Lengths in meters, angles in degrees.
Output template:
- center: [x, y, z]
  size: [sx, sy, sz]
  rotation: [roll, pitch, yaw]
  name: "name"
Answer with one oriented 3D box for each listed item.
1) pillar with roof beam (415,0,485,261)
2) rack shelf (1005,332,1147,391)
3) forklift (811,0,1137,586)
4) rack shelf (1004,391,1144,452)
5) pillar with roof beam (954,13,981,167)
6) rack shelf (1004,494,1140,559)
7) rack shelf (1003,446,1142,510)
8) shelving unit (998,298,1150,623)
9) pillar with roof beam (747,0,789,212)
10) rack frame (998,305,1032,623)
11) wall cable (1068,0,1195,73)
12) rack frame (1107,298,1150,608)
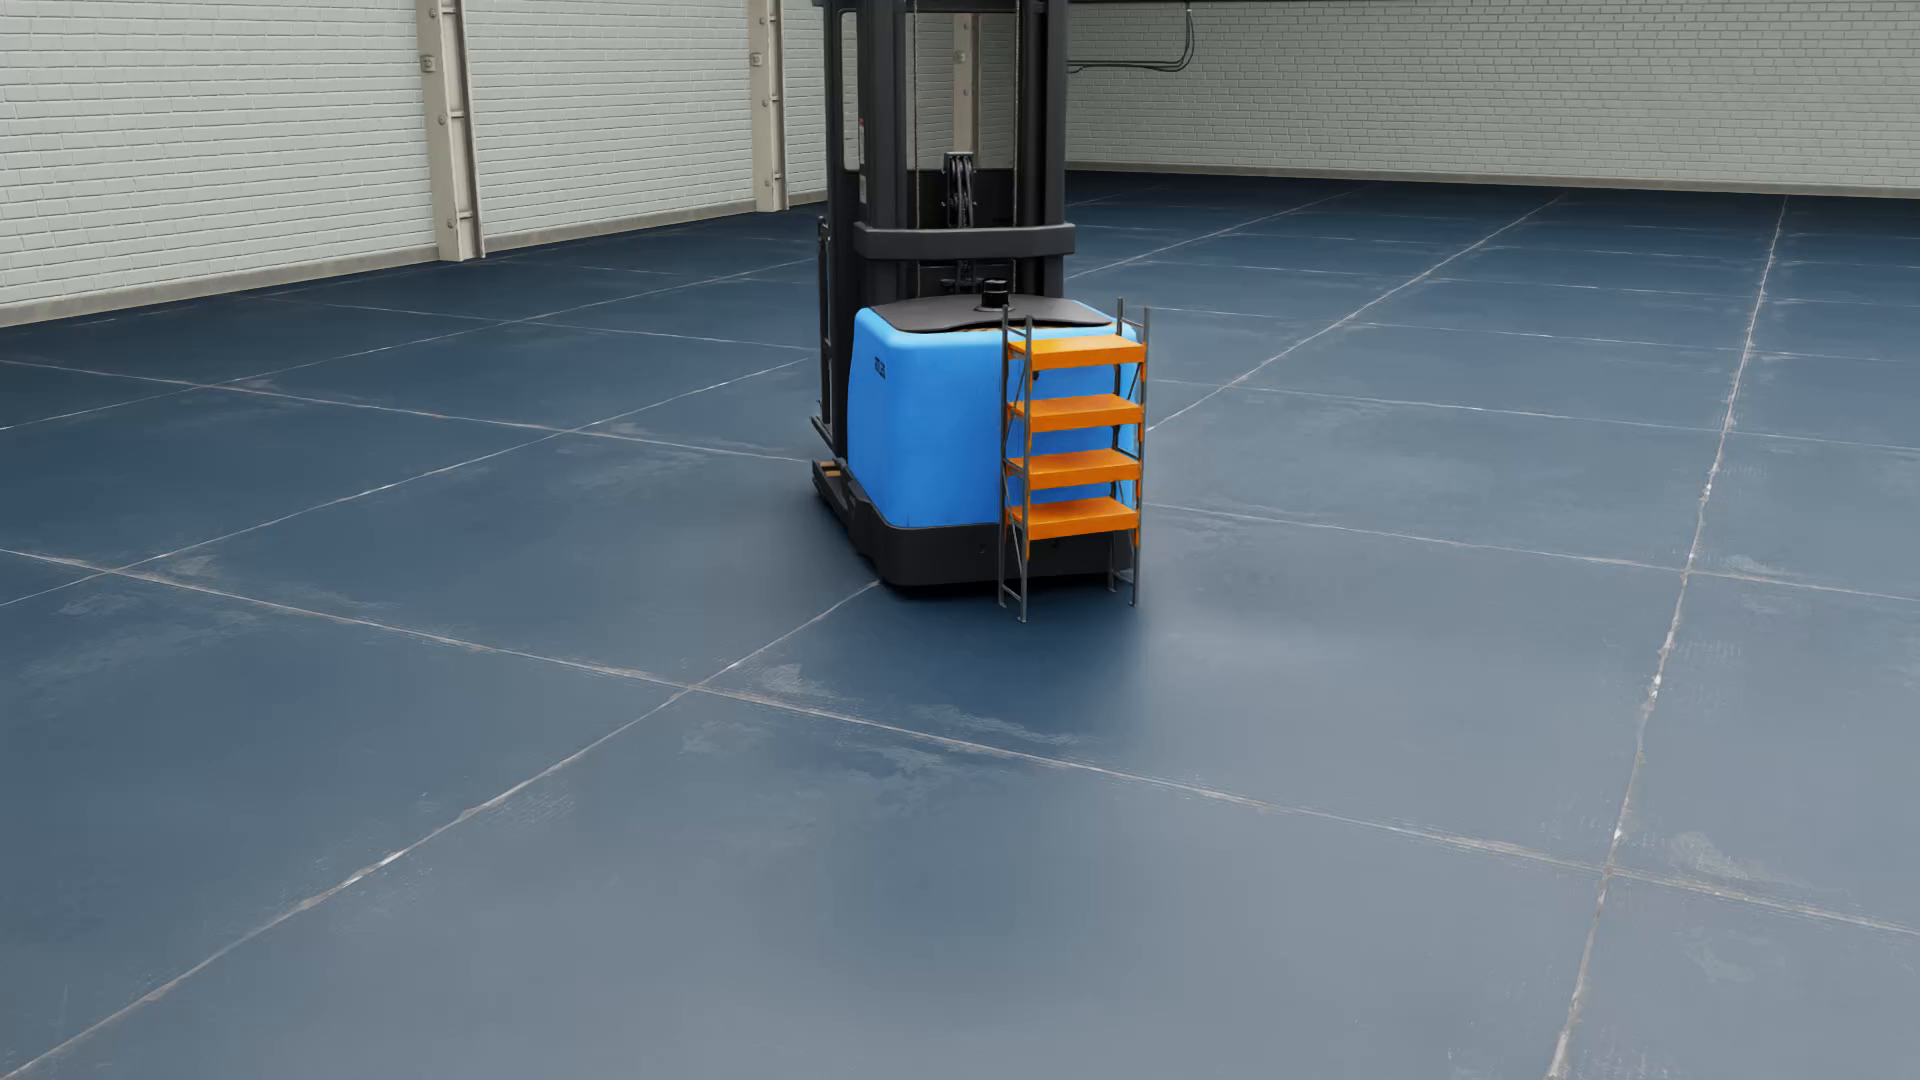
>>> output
- center: [-1.391, -6.727, 14.369]
  size: [9.100, 9.000, 0.400]
  rotation: [8, 18, 25]
  name: "pillar with roof beam"
- center: [0.437, -0.684, 6.333]
  size: [0.480, 0.148, 0.258]
  rotation: [-7, 19, -21]
  name: "rack shelf"
- center: [-0.115, -1.599, 7.759]
  size: [1.130, 2.935, 3.031]
  rotation: [-4, 17, -13]
  name: "forklift"
- center: [0.435, -0.459, 6.404]
  size: [0.480, 0.148, 0.258]
  rotation: [-7, 19, -21]
  name: "rack shelf"
- center: [3.971, -9.784, 24.660]
  size: [9.100, 9.000, 0.400]
  rotation: [8, 18, 25]
  name: "pillar with roof beam"
- center: [0.432, -0.056, 6.531]
  size: [0.480, 0.148, 0.258]
  rotation: [-7, 19, -21]
  name: "rack shelf"
- center: [0.434, -0.246, 6.471]
  size: [0.480, 0.148, 0.258]
  rotation: [-7, 19, -21]
  name: "rack shelf"
- center: [0.434, -0.310, 6.451]
  size: [0.503, 1.200, 0.258]
  rotation: [-7, 19, -21]
  name: "shelving unit"
- center: [1.290, -8.256, 19.515]
  size: [9.100, 9.000, 0.400]
  rotation: [8, 18, 25]
  name: "pillar with roof beam"
- center: [0.208, -0.284, 6.363]
  size: [0.015, 1.200, 0.240]
  rotation: [-7, 19, -21]
  name: "rack frame"
- center: [2.619, -9.425, 28.906]
  size: [3.097, 2.526, 0.112]
  rotation: [8, 18, 25]
  name: "wall cable"
- center: [0.660, -0.336, 6.539]
  size: [0.015, 1.200, 0.240]
  rotation: [-7, 19, -21]
  name: "rack frame"
